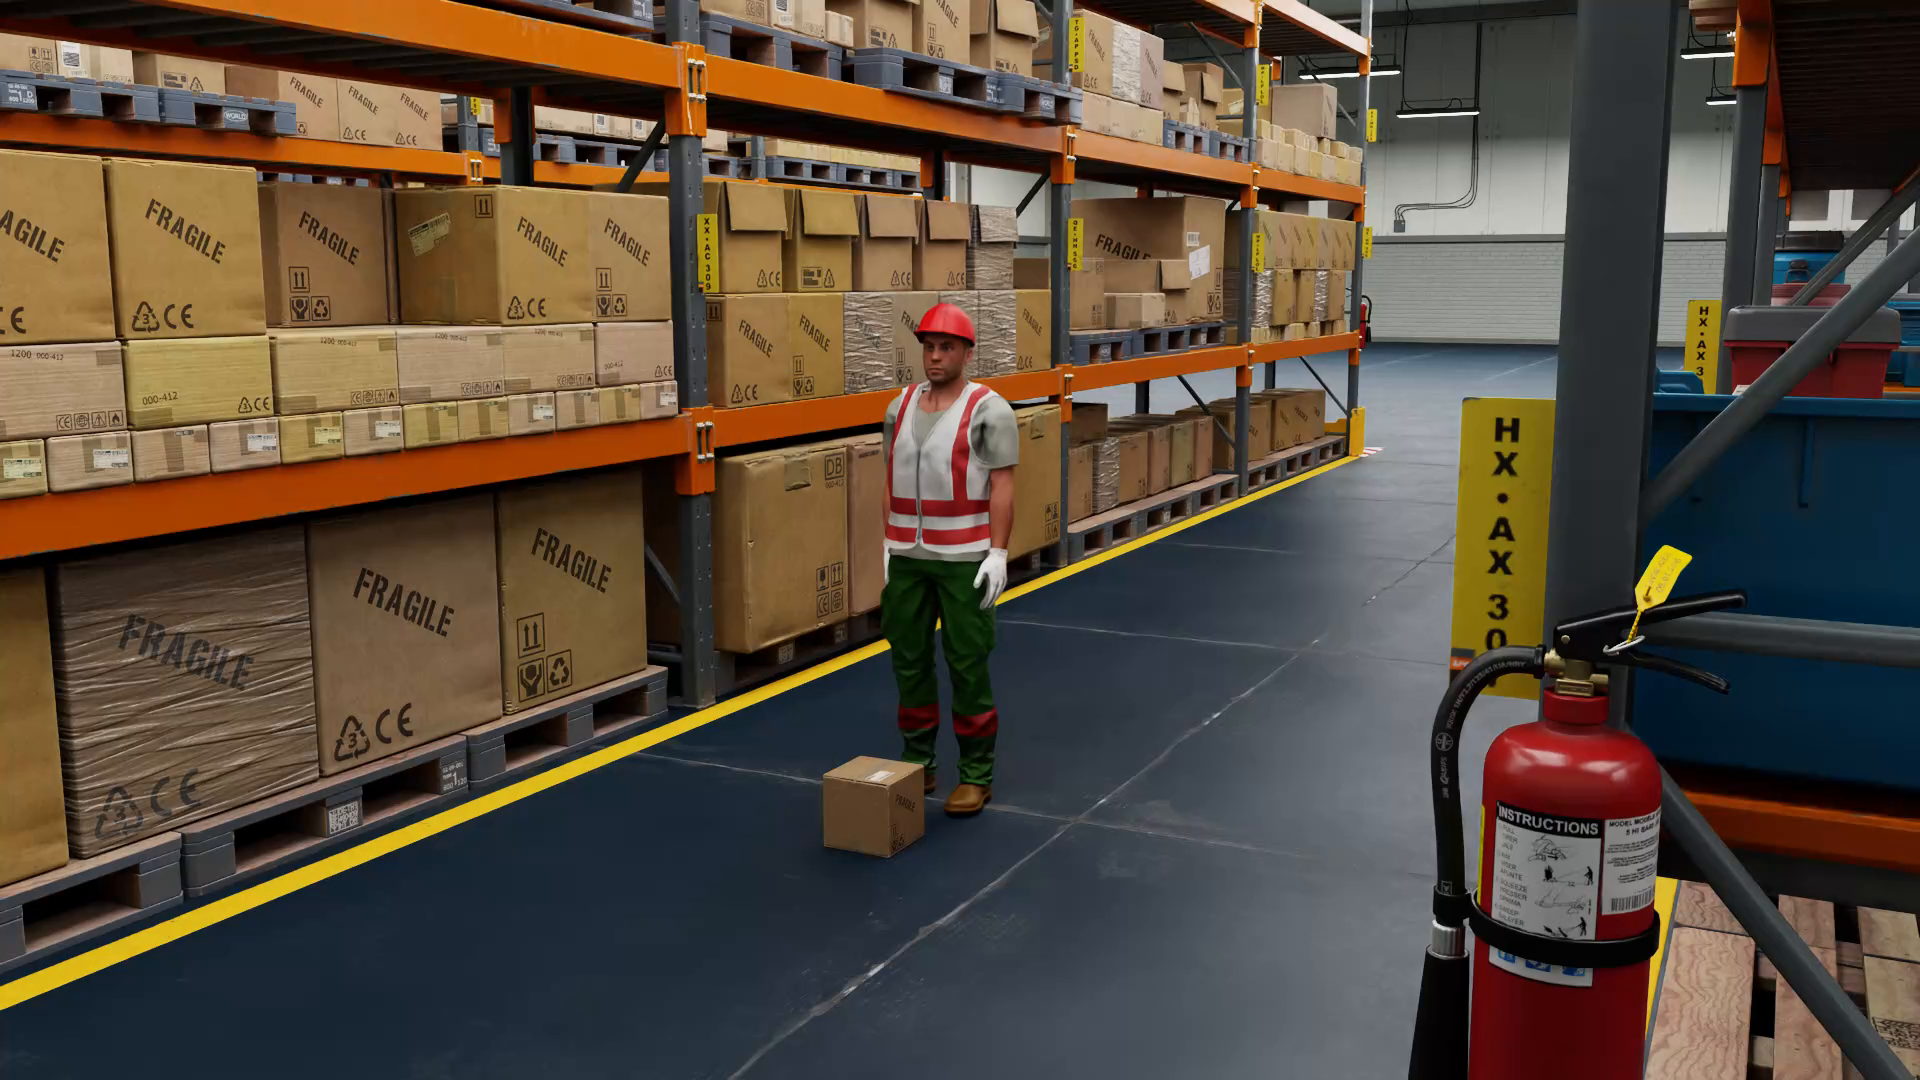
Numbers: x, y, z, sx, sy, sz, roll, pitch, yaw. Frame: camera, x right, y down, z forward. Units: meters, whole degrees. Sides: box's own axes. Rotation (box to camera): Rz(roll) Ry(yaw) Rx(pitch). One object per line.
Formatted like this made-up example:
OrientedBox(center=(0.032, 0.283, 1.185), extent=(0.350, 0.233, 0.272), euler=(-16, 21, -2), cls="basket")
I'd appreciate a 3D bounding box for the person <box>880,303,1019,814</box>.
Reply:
OrientedBox(center=(-0.060, 0.064, 5.875), extent=(0.524, 1.788, 0.332), euler=(5, 10, 27), cls="person")
